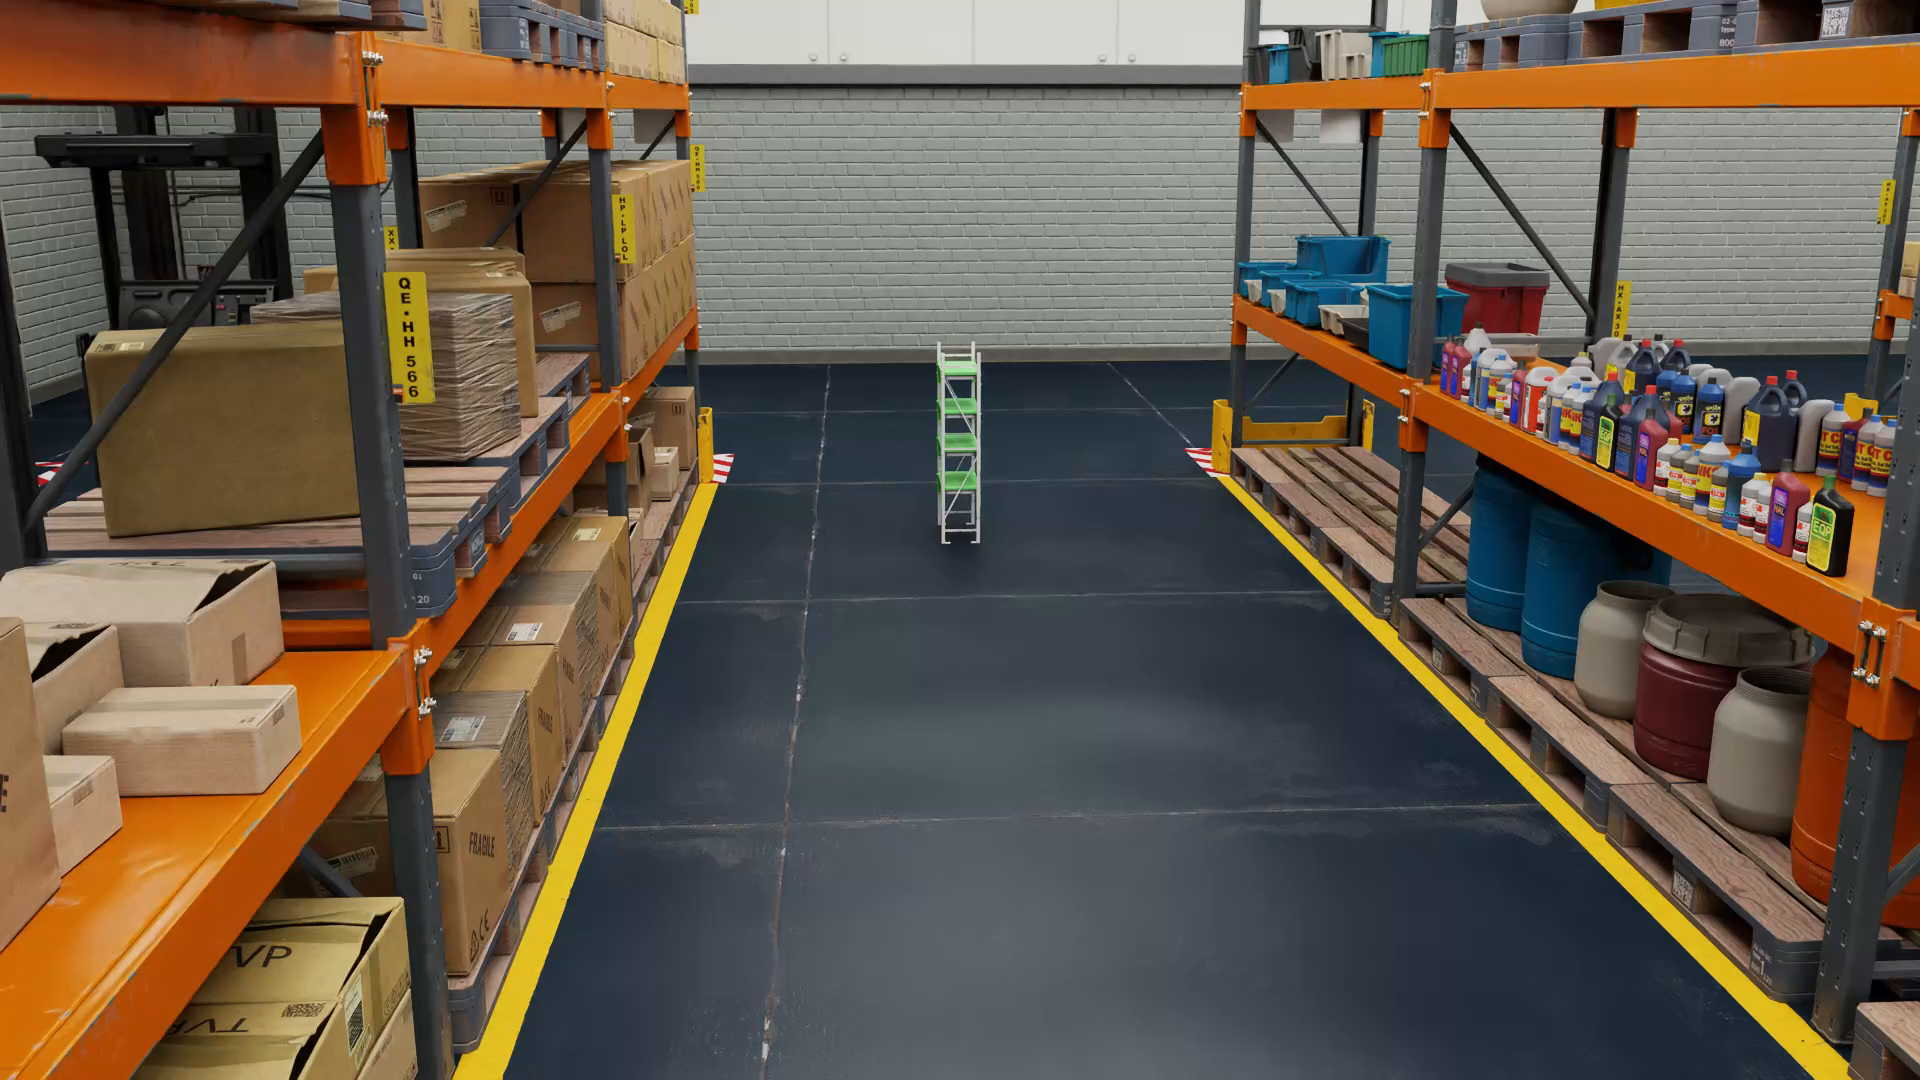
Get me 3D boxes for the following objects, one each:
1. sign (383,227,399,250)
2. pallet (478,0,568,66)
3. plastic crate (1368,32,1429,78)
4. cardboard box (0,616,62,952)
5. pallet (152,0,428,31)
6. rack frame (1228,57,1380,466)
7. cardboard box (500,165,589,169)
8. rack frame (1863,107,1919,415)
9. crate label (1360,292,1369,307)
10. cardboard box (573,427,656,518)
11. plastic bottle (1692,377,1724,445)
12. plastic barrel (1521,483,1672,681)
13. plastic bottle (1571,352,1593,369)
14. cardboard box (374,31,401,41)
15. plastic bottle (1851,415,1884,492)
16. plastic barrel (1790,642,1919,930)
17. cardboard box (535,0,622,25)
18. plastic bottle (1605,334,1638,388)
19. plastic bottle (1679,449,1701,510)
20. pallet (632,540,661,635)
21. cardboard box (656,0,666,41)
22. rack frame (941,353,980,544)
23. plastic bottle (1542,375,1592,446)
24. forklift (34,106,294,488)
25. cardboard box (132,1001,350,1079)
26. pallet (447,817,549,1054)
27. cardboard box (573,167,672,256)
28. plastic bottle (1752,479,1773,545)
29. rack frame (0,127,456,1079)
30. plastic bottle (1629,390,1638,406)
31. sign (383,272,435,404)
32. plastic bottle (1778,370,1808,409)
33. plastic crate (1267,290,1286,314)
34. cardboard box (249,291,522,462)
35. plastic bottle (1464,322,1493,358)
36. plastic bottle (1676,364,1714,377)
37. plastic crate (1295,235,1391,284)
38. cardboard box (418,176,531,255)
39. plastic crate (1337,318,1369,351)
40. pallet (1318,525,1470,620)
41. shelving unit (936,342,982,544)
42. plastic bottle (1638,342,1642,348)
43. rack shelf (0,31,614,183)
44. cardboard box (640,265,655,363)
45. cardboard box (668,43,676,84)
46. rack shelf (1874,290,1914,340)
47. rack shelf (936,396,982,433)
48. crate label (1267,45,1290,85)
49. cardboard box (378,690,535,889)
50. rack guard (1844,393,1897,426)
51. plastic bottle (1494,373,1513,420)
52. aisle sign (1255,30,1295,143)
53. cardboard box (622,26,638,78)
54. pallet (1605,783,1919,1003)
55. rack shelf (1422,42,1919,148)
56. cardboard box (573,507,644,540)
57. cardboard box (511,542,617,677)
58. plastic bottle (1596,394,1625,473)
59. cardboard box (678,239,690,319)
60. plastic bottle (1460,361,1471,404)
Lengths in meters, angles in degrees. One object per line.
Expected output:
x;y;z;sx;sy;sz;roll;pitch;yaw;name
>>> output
-2.710;-1.334;7.955;0.100;0.325;0.005;-1;14;-3;sign
-2.131;-1.866;6.116;1.213;0.211;1.003;-1;14;-3;pallet
2.401;-2.594;8.904;0.416;0.233;0.300;-1;14;-3;plastic crate
-1.800;0.438;2.603;0.500;0.500;0.500;-2;15;-6;cardboard box
-1.789;-1.124;3.236;1.213;0.211;1.003;0;14;-1;pallet
2.528;-1.996;12.263;1.000;3.000;0.127;-1;14;-3;rack frame
-2.586;-2.084;10.399;0.500;0.500;0.500;-1;14;-3;cardboard box
7.471;-2.072;12.560;1.000;3.000;0.127;-1;14;-3;rack frame
2.804;-1.556;10.962;0.396;0.136;0.243;-1;14;-3;crate label
-2.290;-0.397;10.175;0.797;0.503;0.637;-1;14;-3;cardboard box
3.076;-0.532;6.831;0.097;0.271;0.097;0;14;0;plastic bottle
2.836;0.124;7.394;0.600;0.901;0.708;-1;14;-3;plastic barrel
2.999;-0.805;8.034;0.097;0.201;0.097;0;14;0;plastic bottle
-1.981;-1.540;4.270;0.910;0.500;0.500;-1;14;-3;cardboard box
3.282;-0.315;5.991;0.097;0.271;0.097;0;14;0;plastic bottle
2.976;0.720;5.220;0.600;0.830;0.708;-1;14;-3;plastic barrel
-1.951;-2.672;8.171;0.500;0.250;0.500;-1;14;-3;cardboard box
3.015;-0.751;7.525;0.144;0.351;0.185;-1;14;-3;plastic bottle
2.539;-0.211;5.726;0.097;0.201;0.097;0;14;0;plastic bottle
-2.210;0.254;9.114;1.003;0.211;1.213;-1;14;-3;pallet
-2.072;-3.170;10.104;0.500;0.250;0.500;-1;14;-3;cardboard box
0.005;-0.562;10.301;0.240;1.200;0.015;-1;14;-3;rack frame
2.496;-0.532;6.823;0.152;0.276;0.135;-1;14;-3;plastic bottle
-4.678;-1.384;10.024;1.130;2.935;3.031;-1;14;-3;forklift
-1.604;1.182;3.463;0.500;0.311;0.500;-1;14;-4;cardboard box
-1.929;1.234;5.308;1.003;0.211;1.213;-1;14;-3;pallet
-2.014;-1.964;9.933;0.500;0.500;0.500;0;14;-2;cardboard box
2.569;-0.090;5.256;0.097;0.201;0.097;0;14;0;plastic bottle
-1.921;0.069;4.237;1.000;3.000;0.127;-1;14;-3;rack frame
2.632;-0.454;6.530;0.097;0.271;0.097;0;14;0;plastic bottle
-1.367;-0.501;4.129;0.100;0.325;0.005;-1;14;-3;sign
3.227;-0.479;6.469;0.144;0.351;0.185;-1;14;-3;plastic bottle
2.194;-1.581;11.059;0.250;0.136;0.298;-1;14;-3;plastic crate
-1.938;-0.568;5.669;0.700;0.500;0.500;2;15;7;cardboard box
2.476;-0.874;8.004;0.144;0.351;0.185;-1;14;-3;plastic bottle
3.177;-0.631;7.210;0.152;0.276;0.135;-1;14;-3;plastic bottle
2.735;-1.961;11.939;0.616;0.435;0.499;-1;14;-3;plastic crate
-2.458;-1.580;8.439;0.500;0.500;0.500;-1;14;-3;cardboard box
2.438;-1.171;9.489;0.437;0.125;0.590;-1;14;-3;plastic crate
2.691;0.167;9.452;1.003;0.211;1.213;-1;14;-3;pallet
-0.010;-0.622;10.537;0.258;1.200;0.503;-1;14;-3;shelving unit
3.183;-0.794;7.829;0.061;0.283;0.133;-1;14;-3;plastic bottle
-2.045;-1.532;5.886;1.077;0.370;4.000;-1;14;-3;rack shelf
-1.963;-1.232;9.094;0.500;0.500;0.500;-1;14;-2;cardboard box
-2.101;-3.052;10.650;0.500;0.250;0.500;-1;14;-3;cardboard box
7.595;-1.226;10.717;1.077;0.370;4.000;-1;14;-3;rack shelf
-0.010;-0.793;10.493;0.258;0.148;0.480;-1;14;-3;rack shelf
2.262;-3.142;10.997;0.408;0.251;0.502;-1;14;-3;crate label
-1.702;0.819;5.456;0.500;0.500;0.500;-1;14;-5;cardboard box
7.470;-0.868;12.895;1.175;0.500;0.348;-1;14;-3;rack guard
2.433;-0.639;7.390;0.097;0.201;0.097;0;14;0;plastic bottle
2.227;-3.268;11.991;0.394;0.787;0.004;-1;14;-3;aisle sign
-1.979;-2.555;8.716;0.500;0.250;0.500;-1;14;-3;cardboard box
2.933;1.149;5.637;1.003;0.211;1.213;-1;14;-3;pallet
2.899;-1.608;6.179;1.077;0.370;4.000;-1;14;-3;rack shelf
-2.042;-0.089;9.655;0.380;0.166;0.250;-1;14;-3;cardboard box
-1.830;0.314;7.421;0.500;0.500;0.500;-1;14;-3;cardboard box
2.482;-0.407;6.322;0.061;0.283;0.133;-1;14;-3;plastic bottle
-2.081;-1.732;11.039;0.500;0.500;0.500;-1;14;-3;cardboard box
2.406;-0.745;7.802;0.097;0.201;0.097;0;14;0;plastic bottle
